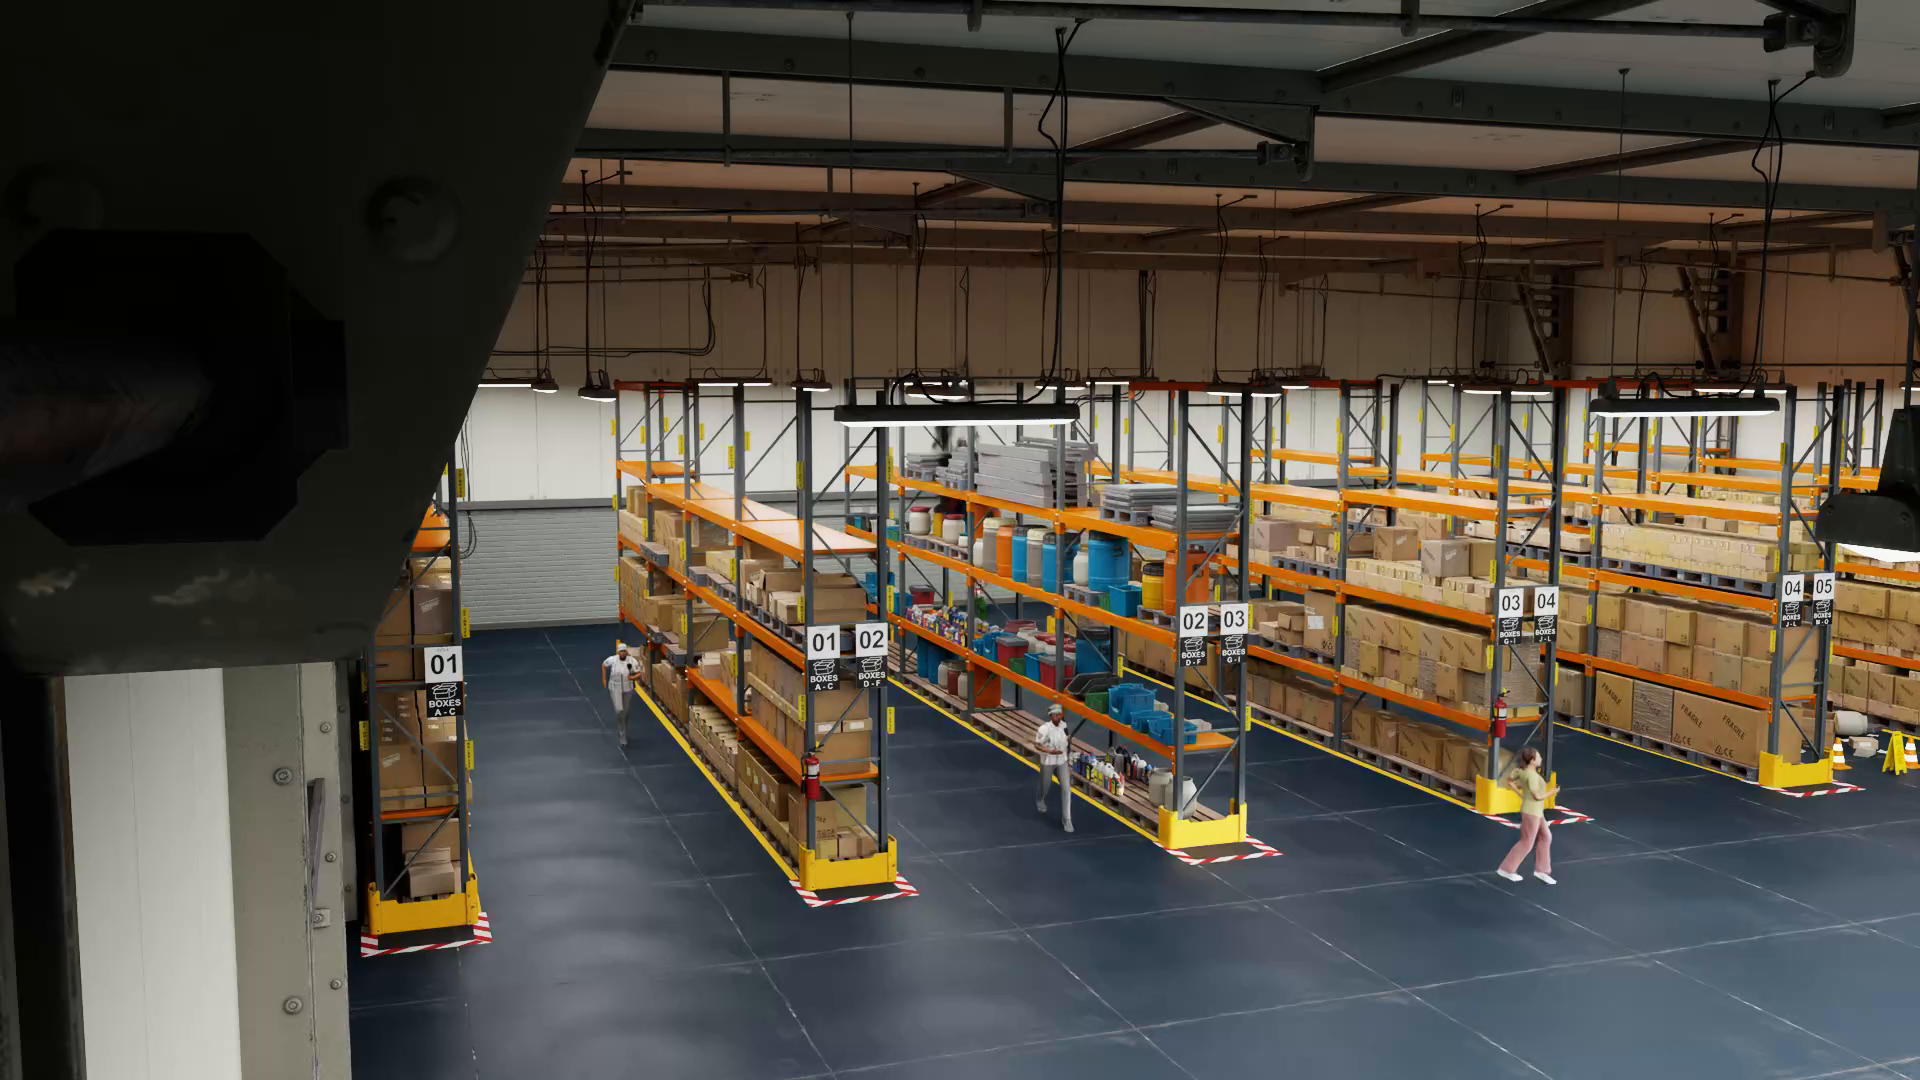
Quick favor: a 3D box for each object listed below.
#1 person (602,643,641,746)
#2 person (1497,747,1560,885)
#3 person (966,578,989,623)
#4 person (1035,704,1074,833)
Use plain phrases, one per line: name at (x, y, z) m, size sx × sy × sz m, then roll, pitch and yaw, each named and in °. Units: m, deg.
person at (-5.689, 2.562, 28.004) m, size 0.627 × 1.713 × 0.857 m, roll -2°, pitch 6°, yaw -17°
person at (6.910, 3.359, 20.181) m, size 0.728 × 1.714 × 0.562 m, roll 1°, pitch 6°, yaw 8°
person at (0.374, 1.326, 38.897) m, size 0.970 × 1.768 × 0.667 m, roll -1°, pitch 6°, yaw -13°
person at (1.259, 3.086, 22.884) m, size 0.543 × 1.735 × 1.032 m, roll -2°, pitch 6°, yaw -15°
